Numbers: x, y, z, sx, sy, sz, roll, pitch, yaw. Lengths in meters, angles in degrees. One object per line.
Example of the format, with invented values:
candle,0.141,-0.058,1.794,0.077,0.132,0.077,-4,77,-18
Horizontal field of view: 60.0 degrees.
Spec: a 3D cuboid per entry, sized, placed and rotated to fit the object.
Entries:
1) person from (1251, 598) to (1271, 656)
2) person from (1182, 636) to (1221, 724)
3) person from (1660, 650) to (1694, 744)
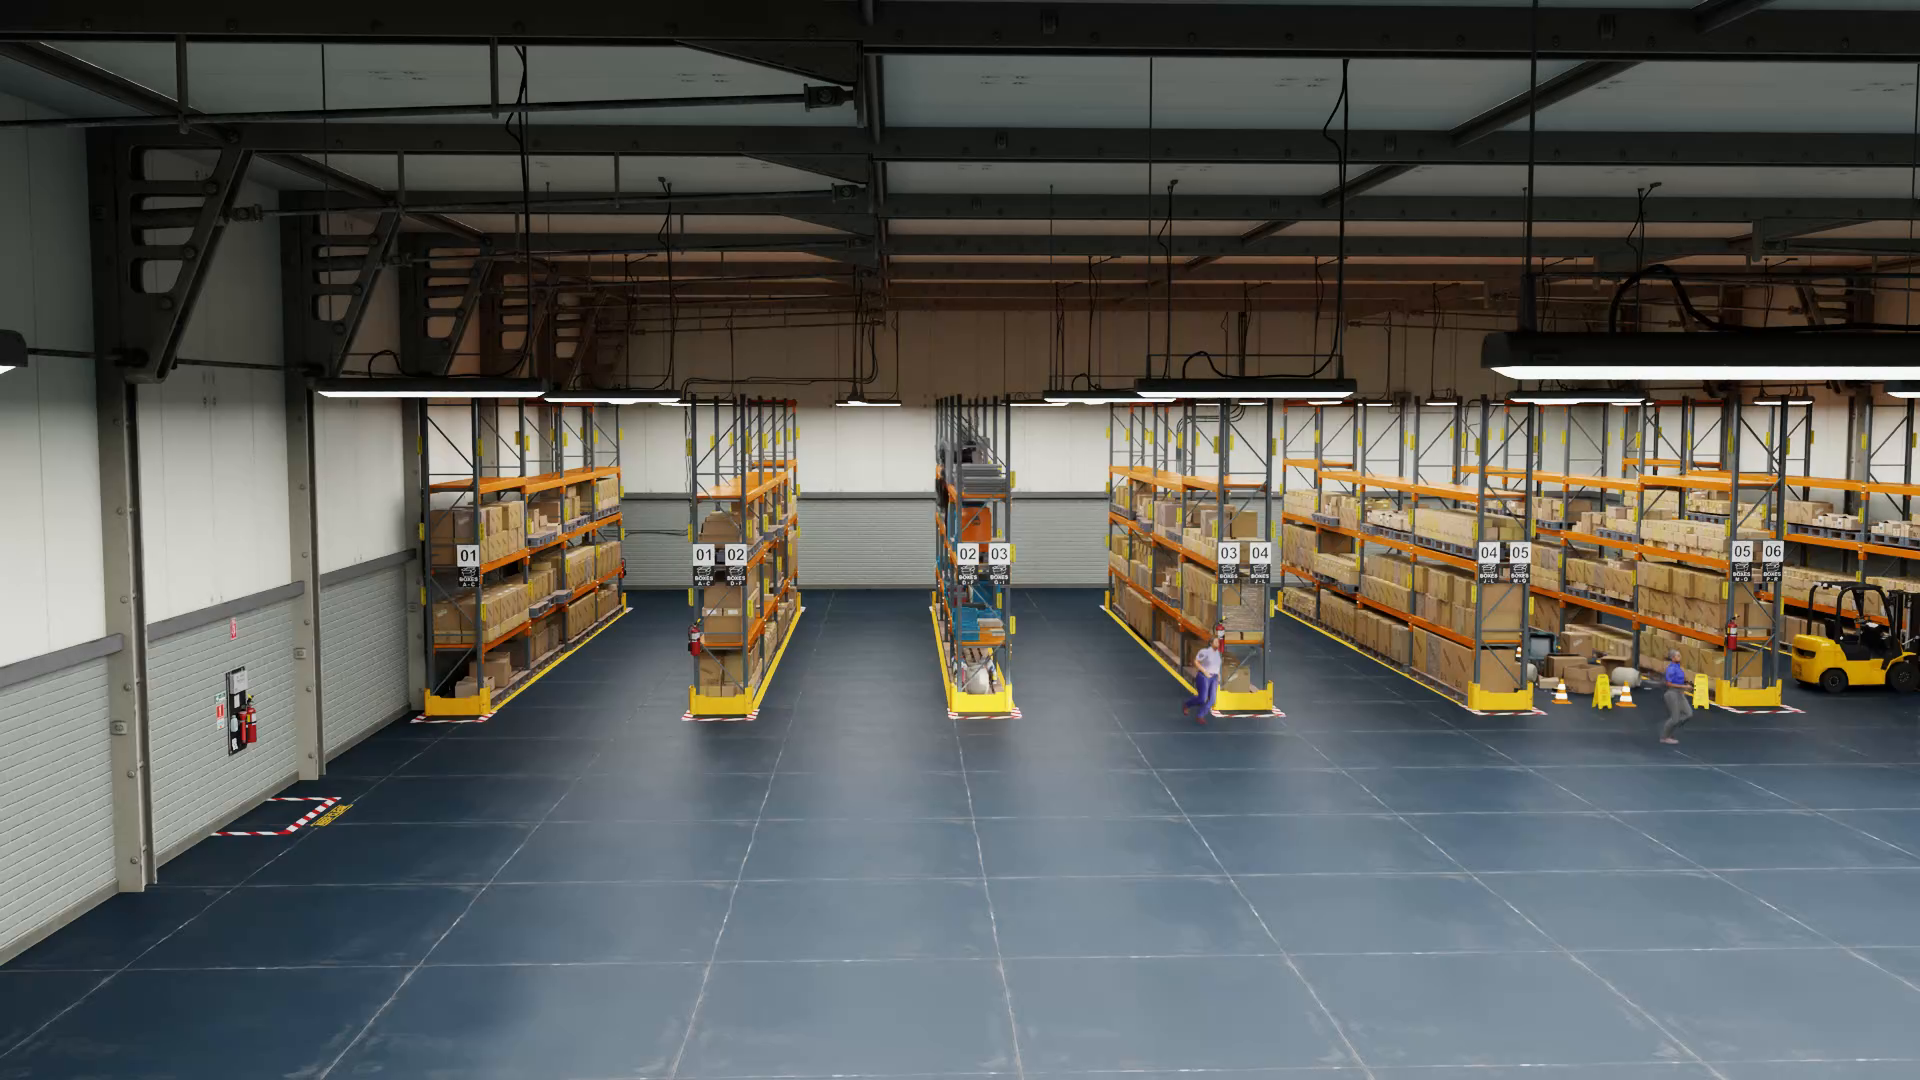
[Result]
person,6.914,1.833,38.443,0.696,1.740,0.652,0,5,-3
person,4.510,2.548,30.594,0.681,1.568,0.614,-3,5,-35
person,12.255,2.675,28.344,0.558,1.614,0.564,4,6,41
